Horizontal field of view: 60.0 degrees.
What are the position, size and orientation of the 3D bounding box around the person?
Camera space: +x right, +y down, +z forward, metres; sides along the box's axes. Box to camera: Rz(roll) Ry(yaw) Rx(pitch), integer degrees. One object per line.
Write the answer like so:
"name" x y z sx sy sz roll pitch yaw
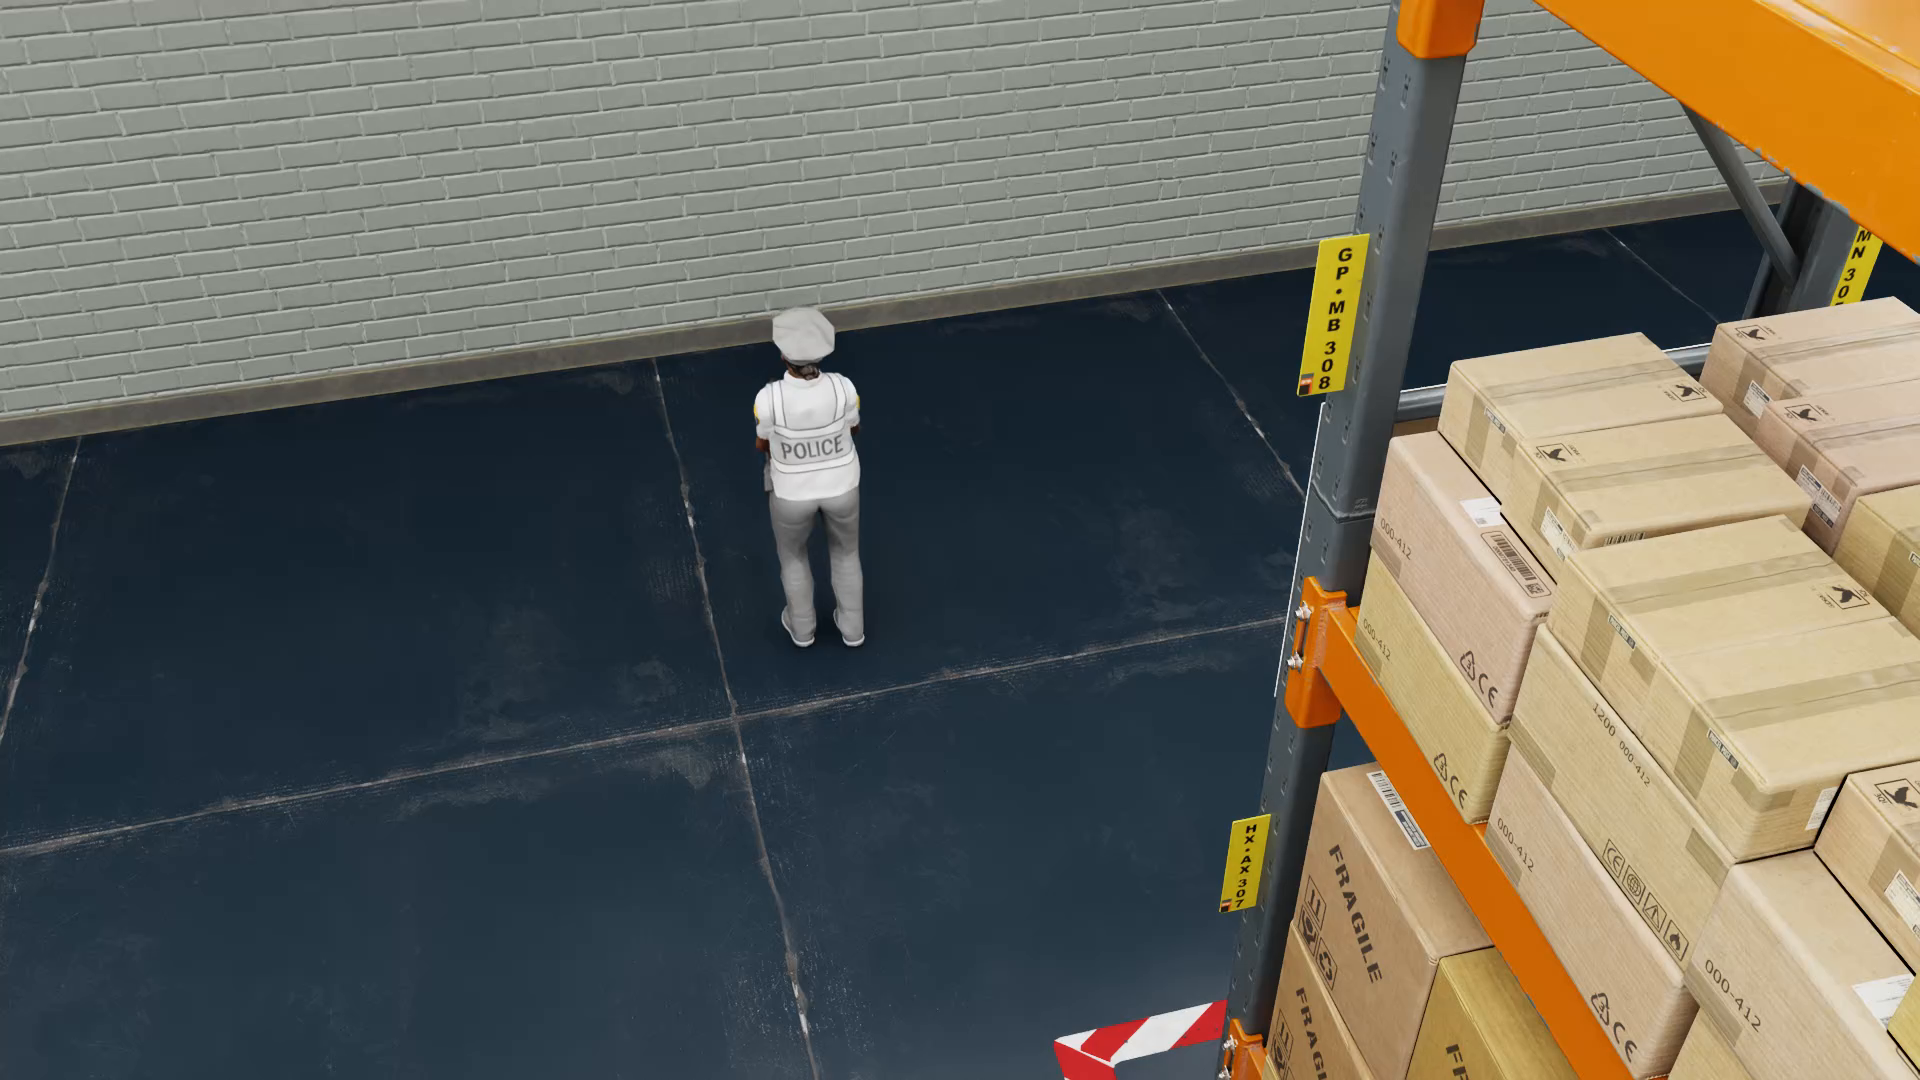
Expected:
"person" -0.630 -0.225 6.998 0.528 1.659 0.428 -12 40 -15
